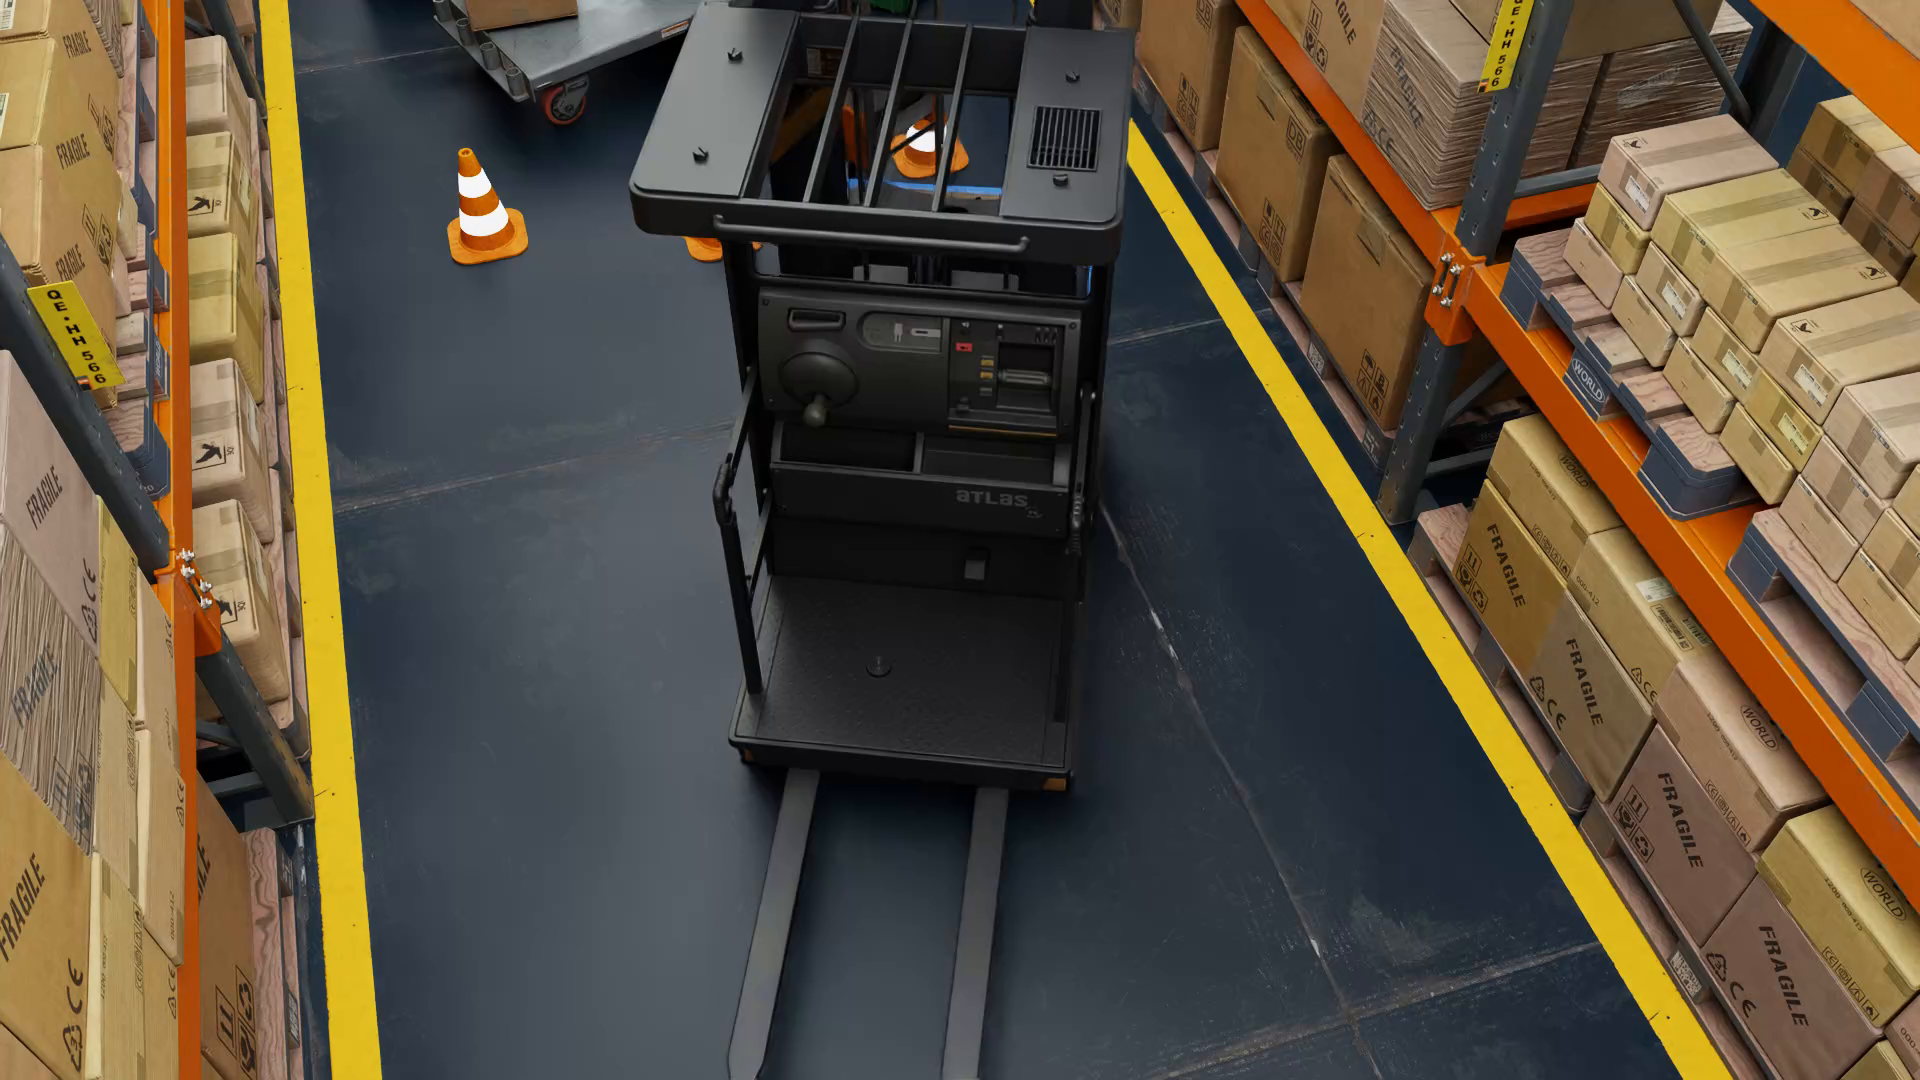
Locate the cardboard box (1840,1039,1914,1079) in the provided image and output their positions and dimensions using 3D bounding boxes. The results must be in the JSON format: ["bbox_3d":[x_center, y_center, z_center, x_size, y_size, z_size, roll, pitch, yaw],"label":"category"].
[{"bbox_3d":[2.655,1.562,4.331,0.500,0.500,0.500,-14,51,-12],"label":"cardboard box"}]

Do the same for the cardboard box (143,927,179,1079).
[{"bbox_3d":[-1.919,1.122,3.440,0.500,0.250,0.500,-14,51,-11],"label":"cardboard box"}]

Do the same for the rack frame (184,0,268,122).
[{"bbox_3d":[-3.799,-2.899,6.732,1.000,3.000,0.127,-13,51,-11],"label":"rack frame"}]

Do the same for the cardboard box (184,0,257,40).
[{"bbox_3d":[-3.715,-2.640,8.038,0.500,0.250,0.500,-15,52,-13],"label":"cardboard box"}]

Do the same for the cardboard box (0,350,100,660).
[{"bbox_3d":[-2.213,-0.014,3.580,0.500,0.500,0.500,-15,51,-12],"label":"cardboard box"}]

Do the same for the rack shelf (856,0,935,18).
[{"bbox_3d":[-0.376,-2.026,5.687,0.480,0.518,0.431,34,58,25],"label":"rack shelf"}]

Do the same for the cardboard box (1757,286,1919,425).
[{"bbox_3d":[2.262,-0.466,4.182,0.380,0.149,0.250,-15,52,-12],"label":"cardboard box"}]

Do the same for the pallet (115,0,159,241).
[{"bbox_3d":[-3.241,-1.353,5.554,1.003,0.211,1.213,-13,51,-11],"label":"pallet"}]

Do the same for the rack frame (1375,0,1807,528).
[{"bbox_3d":[2.083,-1.171,5.275,1.000,3.000,0.127,-13,51,-11],"label":"rack frame"}]

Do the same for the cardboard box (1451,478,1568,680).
[{"bbox_3d":[2.048,0.074,5.586,0.500,0.500,0.500,-15,52,-13],"label":"cardboard box"}]

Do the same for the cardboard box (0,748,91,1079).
[{"bbox_3d":[-1.913,0.723,2.959,0.500,0.500,0.500,-13,51,-11],"label":"cardboard box"}]

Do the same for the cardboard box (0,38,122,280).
[{"bbox_3d":[-2.689,-1.001,4.598,0.500,0.500,0.500,-11,51,-9],"label":"cardboard box"}]

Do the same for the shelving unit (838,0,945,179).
[{"bbox_3d":[-0.376,-1.583,6.211,0.503,2.100,0.431,34,58,25],"label":"shelving unit"}]

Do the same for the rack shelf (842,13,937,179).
[{"bbox_3d":[-0.376,-1.574,6.221,0.480,0.518,0.431,34,58,25],"label":"rack shelf"}]

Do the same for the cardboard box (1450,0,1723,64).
[{"bbox_3d":[1.959,-1.856,5.133,0.700,0.500,0.500,-14,51,-11],"label":"cardboard box"}]

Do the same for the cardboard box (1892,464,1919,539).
[{"bbox_3d":[2.425,-0.076,3.853,0.380,0.149,0.250,-12,51,-10],"label":"cardboard box"}]

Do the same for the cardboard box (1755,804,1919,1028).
[{"bbox_3d":[2.495,0.931,4.373,0.500,0.250,0.500,-15,52,-13],"label":"cardboard box"}]

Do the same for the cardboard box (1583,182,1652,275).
[{"bbox_3d":[2.034,-0.923,4.761,0.380,0.149,0.250,-11,51,-9],"label":"cardboard box"}]

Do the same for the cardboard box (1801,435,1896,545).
[{"bbox_3d":[2.346,-0.165,4.122,0.380,0.149,0.250,-13,51,-11],"label":"cardboard box"}]

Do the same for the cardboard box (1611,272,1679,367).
[{"bbox_3d":[2.101,-0.657,4.732,0.380,0.149,0.250,-11,51,-9],"label":"cardboard box"}]

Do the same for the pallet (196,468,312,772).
[{"bbox_3d":[-2.846,0.350,5.817,1.003,0.211,1.213,-13,51,-11],"label":"pallet"}]

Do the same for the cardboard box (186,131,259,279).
[{"bbox_3d":[-3.426,-1.281,6.812,0.950,0.372,0.625,-10,51,-9],"label":"cardboard box"}]

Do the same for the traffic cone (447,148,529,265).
[{"bbox_3d":[-2.095,-1.493,7.206,0.336,0.463,0.334,-13,51,-11],"label":"traffic cone"}]

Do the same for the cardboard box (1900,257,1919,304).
[{"bbox_3d":[2.825,-0.677,4.554,0.380,0.149,0.250,-12,51,-10],"label":"cardboard box"}]

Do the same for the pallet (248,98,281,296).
[{"bbox_3d":[-3.567,-1.432,7.319,1.003,0.211,1.213,-13,51,-11],"label":"pallet"}]

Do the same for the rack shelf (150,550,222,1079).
[{"bbox_3d":[-2.025,1.715,3.313,1.077,0.370,4.000,-13,51,-11],"label":"rack shelf"}]

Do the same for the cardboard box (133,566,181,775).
[{"bbox_3d":[-2.218,0.381,4.065,0.500,0.250,0.500,-15,51,-12],"label":"cardboard box"}]

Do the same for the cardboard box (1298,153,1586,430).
[{"bbox_3d":[1.989,-1.046,6.367,1.050,0.750,0.750,-14,51,-11],"label":"cardboard box"}]

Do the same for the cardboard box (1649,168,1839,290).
[{"bbox_3d":[2.116,-0.840,4.497,0.380,0.149,0.250,-15,51,-12],"label":"cardboard box"}]

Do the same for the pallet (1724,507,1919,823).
[{"bbox_3d":[2.707,0.327,4.138,1.003,0.211,1.213,-13,51,-11],"label":"pallet"}]

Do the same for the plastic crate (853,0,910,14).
[{"bbox_3d":[-0.403,-3.035,8.649,0.450,0.188,0.662,16,51,0],"label":"plastic crate"}]

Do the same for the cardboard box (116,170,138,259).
[{"bbox_3d":[-2.685,-0.942,4.972,0.380,0.149,0.250,-13,51,-11],"label":"cardboard box"}]

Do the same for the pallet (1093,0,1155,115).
[{"bbox_3d":[1.200,-2.647,8.344,1.003,0.211,1.213,-13,51,-11],"label":"pallet"}]

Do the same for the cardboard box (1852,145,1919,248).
[{"bbox_3d":[2.738,-0.979,4.614,0.380,0.149,0.250,-14,51,-11],"label":"cardboard box"}]

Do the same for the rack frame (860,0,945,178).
[{"bbox_3d":[-0.194,-1.459,6.106,0.015,2.100,0.400,34,58,25],"label":"rack frame"}]

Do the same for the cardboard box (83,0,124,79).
[{"bbox_3d":[-2.993,-1.755,5.233,0.500,0.500,0.500,-15,52,-12],"label":"cardboard box"}]

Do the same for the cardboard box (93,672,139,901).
[{"bbox_3d":[-2.075,0.579,3.571,0.500,0.250,0.500,-14,51,-12],"label":"cardboard box"}]

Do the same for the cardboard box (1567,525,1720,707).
[{"bbox_3d":[2.205,0.186,5.001,0.500,0.250,0.500,-14,51,-11],"label":"cardboard box"}]

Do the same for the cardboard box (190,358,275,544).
[{"bbox_3d":[-2.999,-0.218,5.916,0.950,0.372,0.625,-14,51,-12],"label":"cardboard box"}]

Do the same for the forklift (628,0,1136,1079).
[{"bbox_3d":[-0.143,-0.397,4.667,1.130,2.935,3.031,5,50,4],"label":"forklift"}]

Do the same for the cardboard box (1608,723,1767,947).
[{"bbox_3d":[2.357,0.814,4.962,0.500,0.500,0.500,-14,51,-12],"label":"cardboard box"}]

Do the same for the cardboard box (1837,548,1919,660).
[{"bbox_3d":[2.416,0.115,4.081,0.380,0.149,0.250,-13,51,-10],"label":"cardboard box"}]

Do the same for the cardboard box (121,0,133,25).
[{"bbox_3d":[-3.095,-1.892,5.773,0.380,0.149,0.250,-13,51,-11],"label":"cardboard box"}]

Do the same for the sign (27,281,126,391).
[{"bbox_3d":[-2.087,-0.479,3.935,0.100,0.325,0.005,-13,51,-11],"label":"sign"}]

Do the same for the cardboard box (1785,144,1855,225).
[{"bbox_3d":[2.664,-1.063,4.880,0.380,0.149,0.250,-12,51,-10],"label":"cardboard box"}]

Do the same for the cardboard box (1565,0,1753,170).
[{"bbox_3d":[2.208,-1.592,5.565,0.500,0.500,0.500,-13,51,-11],"label":"cardboard box"}]

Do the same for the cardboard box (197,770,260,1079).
[{"bbox_3d":[-2.491,1.095,4.480,0.875,0.875,0.875,-14,51,-11],"label":"cardboard box"}]

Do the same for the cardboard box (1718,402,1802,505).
[{"bbox_3d":[2.263,-0.263,4.400,0.380,0.149,0.250,-11,51,-9],"label":"cardboard box"}]

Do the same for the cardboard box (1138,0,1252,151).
[{"bbox_3d":[1.451,-2.364,7.478,1.050,0.750,0.750,-13,51,-11],"label":"cardboard box"}]

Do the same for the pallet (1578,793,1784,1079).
[{"bbox_3d":[2.670,1.188,5.110,1.003,0.211,1.213,-13,51,-11],"label":"pallet"}]

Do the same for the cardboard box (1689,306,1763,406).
[{"bbox_3d":[2.198,-0.531,4.431,0.380,0.149,0.250,-15,51,-12],"label":"cardboard box"}]

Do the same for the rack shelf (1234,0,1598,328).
[{"bbox_3d":[1.491,-2.400,6.782,1.077,0.370,4.000,-13,51,-11],"label":"rack shelf"}]

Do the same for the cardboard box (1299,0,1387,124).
[{"bbox_3d":[1.547,-1.836,5.771,0.500,0.500,0.500,-13,51,-11],"label":"cardboard box"}]

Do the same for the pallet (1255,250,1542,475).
[{"bbox_3d":[1.922,-0.865,6.841,1.003,0.211,1.213,-13,51,-11],"label":"pallet"}]
